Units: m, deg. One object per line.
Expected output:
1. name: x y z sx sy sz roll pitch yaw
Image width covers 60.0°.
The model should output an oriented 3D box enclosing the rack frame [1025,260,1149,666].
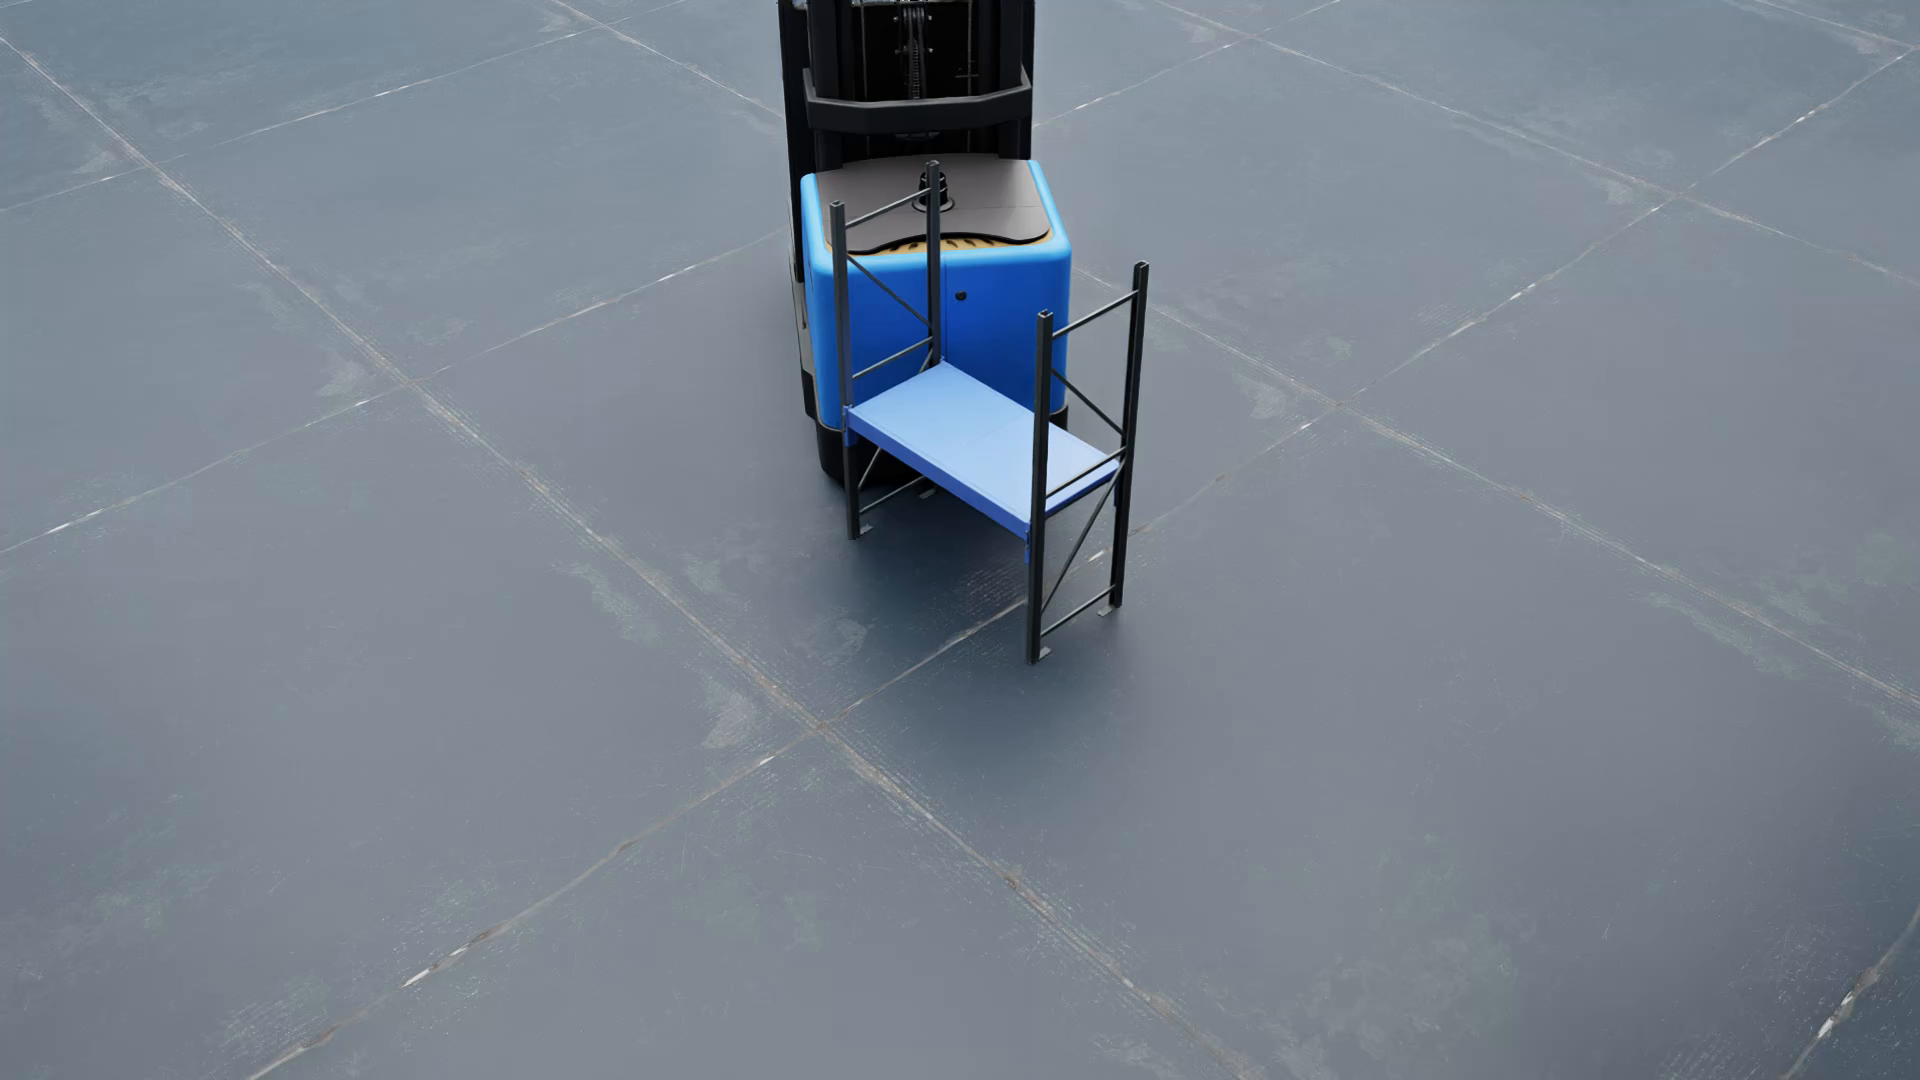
1. rack frame: 0.435 -0.230 5.841 0.500 1.500 0.032 -31 48 -32

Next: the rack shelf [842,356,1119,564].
1. rack shelf: 0.085 -0.322 6.241 0.538 0.185 1.000 -31 48 -32

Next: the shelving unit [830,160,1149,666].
1. shelving unit: 0.085 -0.462 6.128 0.538 1.500 1.048 -31 48 -32

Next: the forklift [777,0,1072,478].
1. forklift: -0.259 -2.321 7.291 1.130 2.935 3.031 -5 39 -6

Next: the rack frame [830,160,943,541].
1. rack frame: -0.265 -0.693 6.415 0.500 1.500 0.032 -31 48 -32
